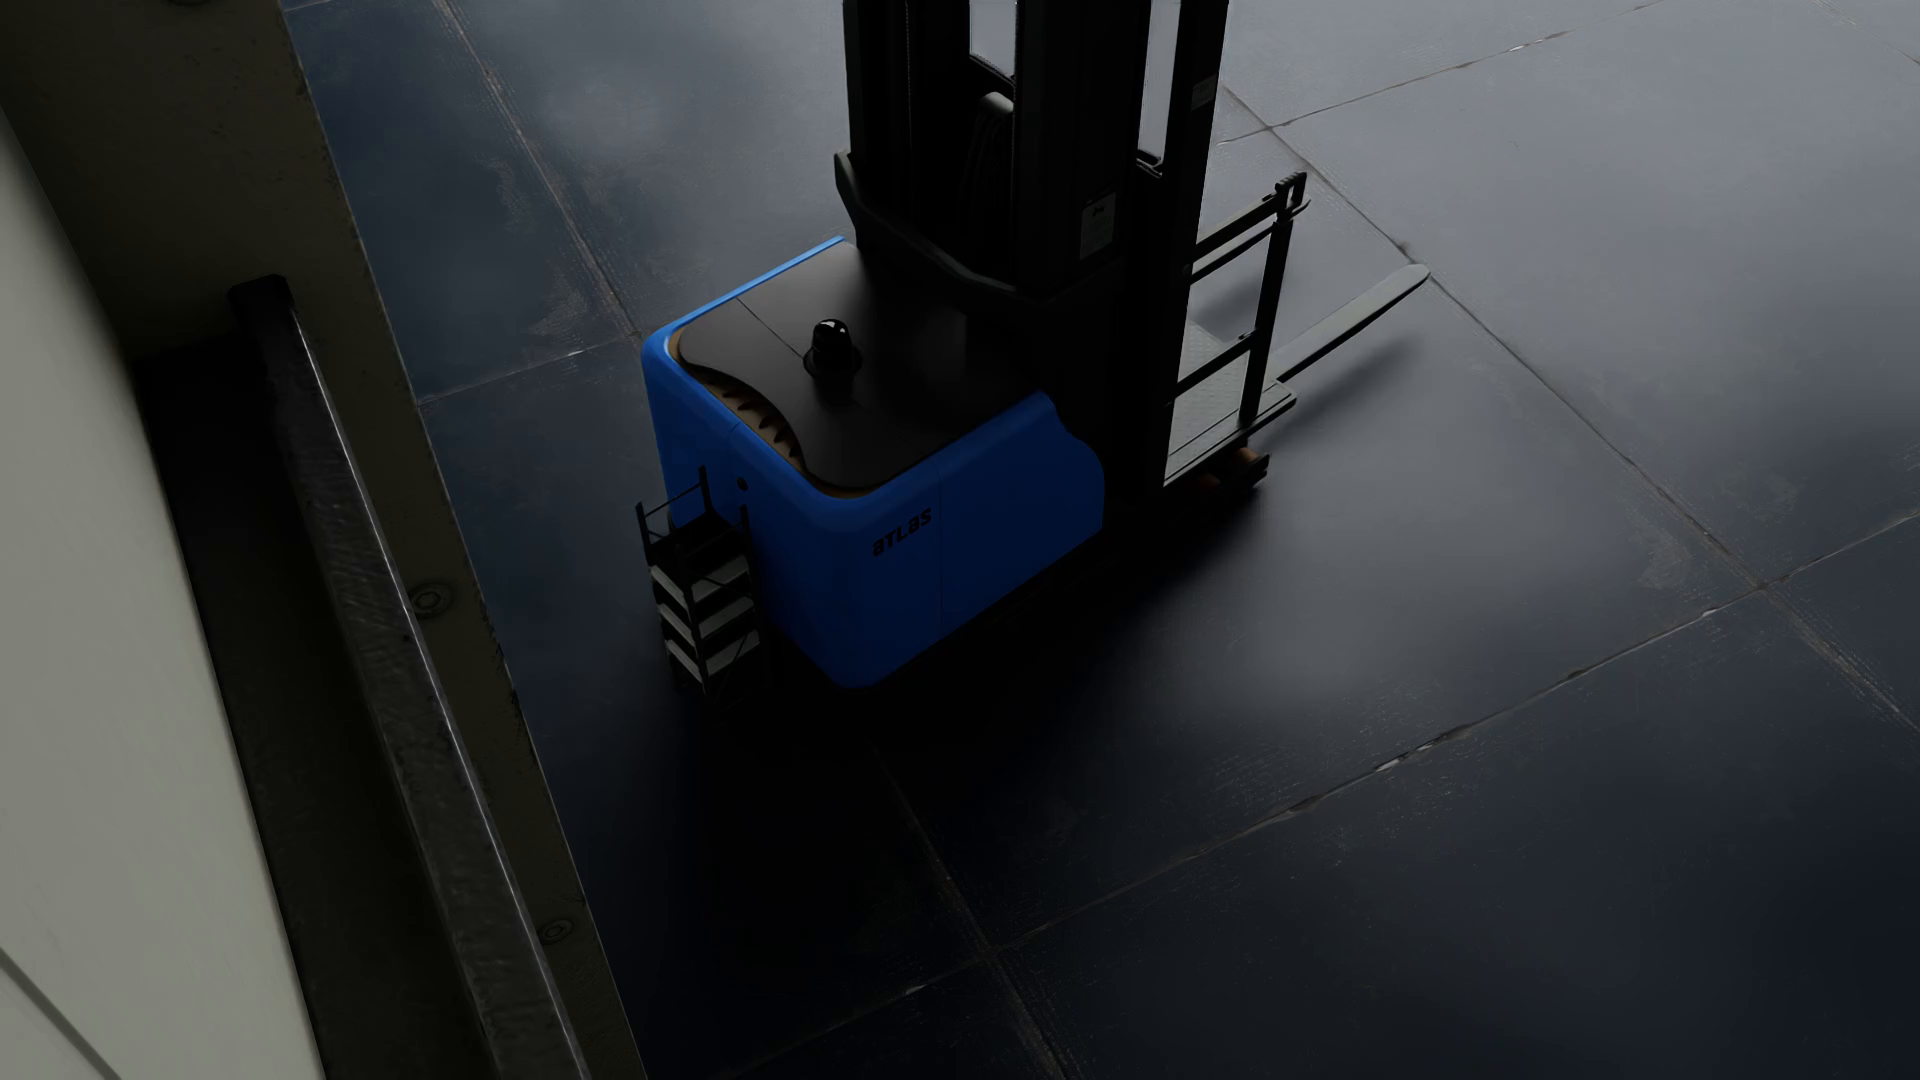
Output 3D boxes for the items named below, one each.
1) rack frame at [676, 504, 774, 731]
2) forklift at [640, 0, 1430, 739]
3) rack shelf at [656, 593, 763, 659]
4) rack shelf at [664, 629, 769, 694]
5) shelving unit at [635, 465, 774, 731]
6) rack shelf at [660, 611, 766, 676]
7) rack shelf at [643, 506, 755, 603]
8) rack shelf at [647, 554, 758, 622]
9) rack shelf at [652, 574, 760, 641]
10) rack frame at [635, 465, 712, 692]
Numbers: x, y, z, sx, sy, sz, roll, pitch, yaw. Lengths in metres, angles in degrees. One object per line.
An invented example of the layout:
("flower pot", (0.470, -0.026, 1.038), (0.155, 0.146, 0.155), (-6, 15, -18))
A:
("rack frame", (-0.701, 0.253, 5.029), (0.240, 0.900, 0.006), (-33, 57, -25))
("forklift", (0.472, -1.308, 5.045), (3.031, 2.935, 1.130), (-33, 57, -26))
("rack shelf", (-0.767, 0.218, 5.104), (0.258, 0.077, 0.200), (-33, 57, -25))
("rack shelf", (-0.767, 0.336, 5.240), (0.258, 0.077, 0.200), (-33, 57, -25))
("shelving unit", (-0.767, 0.196, 5.079), (0.258, 0.900, 0.210), (-33, 57, -25))
("rack shelf", (-0.767, 0.277, 5.172), (0.258, 0.077, 0.200), (-33, 57, -25))
("rack shelf", (-0.768, 0.040, 4.901), (0.258, 0.077, 0.200), (-33, 57, -25))
("rack shelf", (-0.768, 0.099, 4.969), (0.258, 0.077, 0.200), (-33, 57, -25))
("rack shelf", (-0.767, 0.158, 5.037), (0.258, 0.077, 0.200), (-33, 57, -25))
("rack frame", (-0.834, 0.138, 5.130), (0.240, 0.900, 0.006), (-33, 57, -25))
